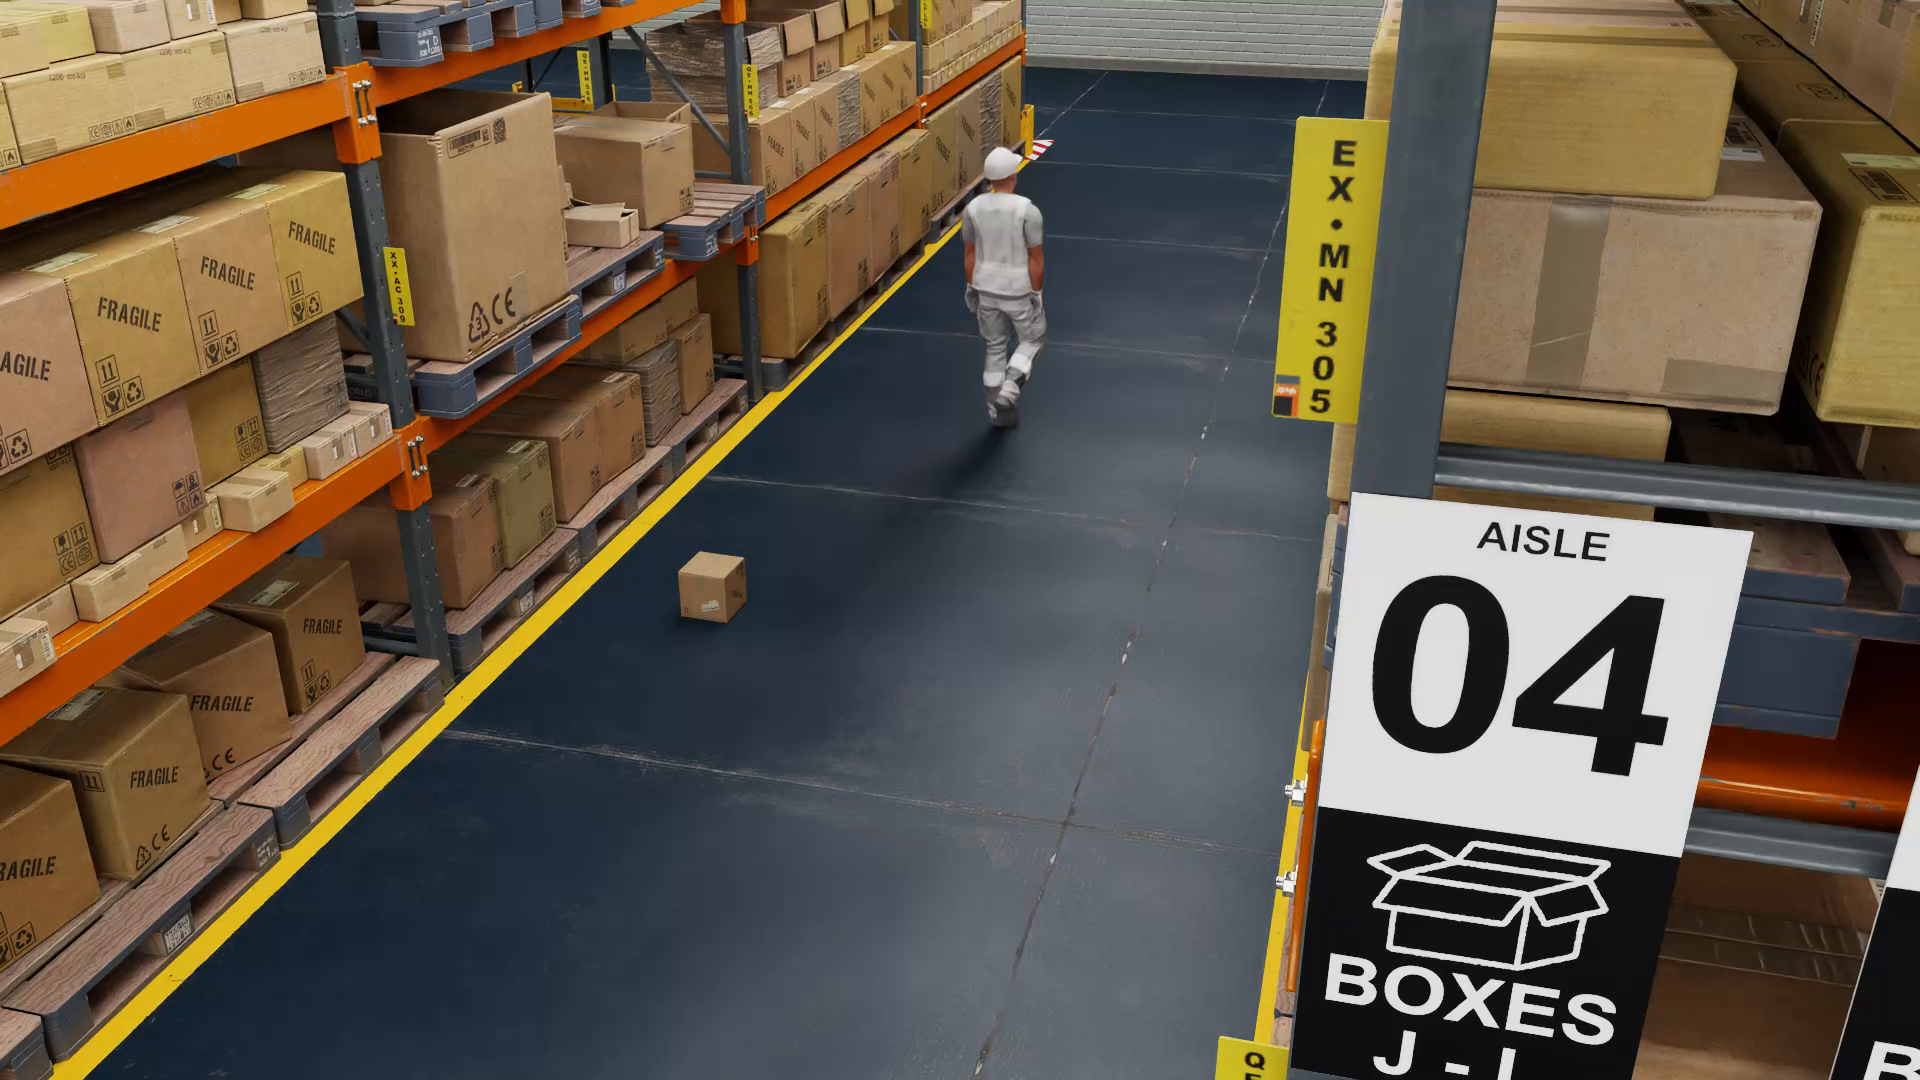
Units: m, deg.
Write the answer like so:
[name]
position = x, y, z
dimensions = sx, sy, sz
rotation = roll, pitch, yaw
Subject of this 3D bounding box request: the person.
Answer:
[person]
position = 0.269, -1.537, 10.307
dimensions = 0.542, 1.782, 0.550
rotation = 9, 27, 19
